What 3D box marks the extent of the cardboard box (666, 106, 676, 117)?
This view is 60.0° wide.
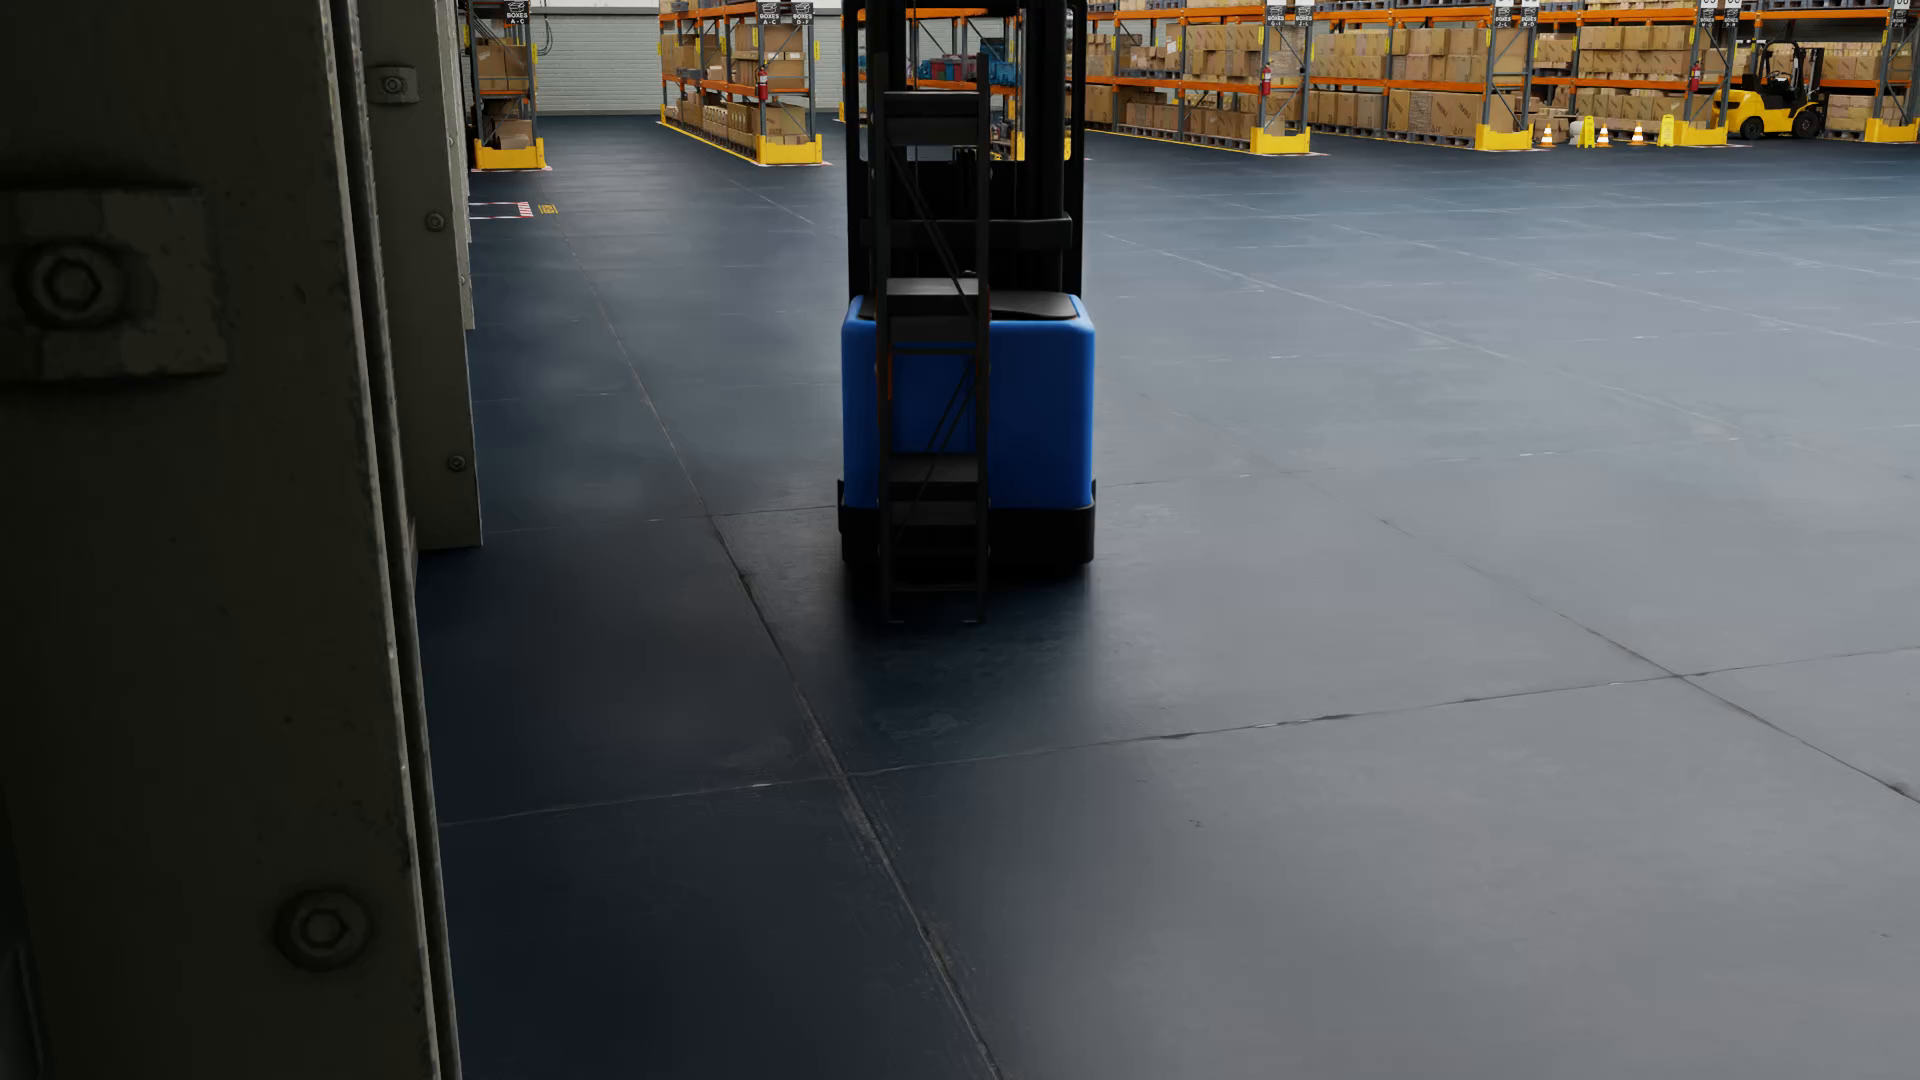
[{"bbox_3d":[-7.513,-11.370,44.106,0.500,0.250,0.500,-5,17,-15],"label":"cardboard box"}]

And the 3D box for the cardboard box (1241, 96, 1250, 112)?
[{"bbox_3d":[7.843,-11.606,44.491,0.500,0.500,0.500,-4,17,-13],"label":"cardboard box"}]

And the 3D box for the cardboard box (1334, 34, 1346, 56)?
[{"bbox_3d":[9.391,-11.841,39.747,0.700,0.500,0.500,-5,17,-16],"label":"cardboard box"}]

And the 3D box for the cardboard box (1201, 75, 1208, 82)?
[{"bbox_3d":[5.325,-9.769,35.197,0.380,0.149,0.250,-5,17,-15],"label":"cardboard box"}]

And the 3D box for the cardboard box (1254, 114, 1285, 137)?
[{"bbox_3d":[6.240,-8.322,33.558,0.500,0.500,0.500,-1,17,-5],"label":"cardboard box"}]

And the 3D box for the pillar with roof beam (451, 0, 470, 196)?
[{"bbox_3d":[-3.128,-9.648,23.930,9.100,9.000,0.400,-5,17,-15],"label":"pillar with roof beam"}]

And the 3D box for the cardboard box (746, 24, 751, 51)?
[{"bbox_3d":[-3.688,-9.599,31.765,0.700,0.500,0.500,-5,17,-15],"label":"cardboard box"}]

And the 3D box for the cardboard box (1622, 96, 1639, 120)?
[{"bbox_3d":[15.175,-9.656,37.131,0.500,0.500,0.500,-5,17,-17],"label":"cardboard box"}]

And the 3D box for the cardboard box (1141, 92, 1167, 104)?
[{"bbox_3d":[4.566,-10.401,39.140,0.500,0.250,0.500,-3,17,-9],"label":"cardboard box"}]

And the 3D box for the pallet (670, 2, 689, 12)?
[{"bbox_3d":[-6.316,-12.842,40.103,1.213,0.211,1.003,-5,17,-15],"label":"pallet"}]

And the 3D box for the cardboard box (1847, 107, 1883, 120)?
[{"bbox_3d":[20.261,-9.555,37.227,0.500,0.250,0.500,-5,17,-16],"label":"cardboard box"}]

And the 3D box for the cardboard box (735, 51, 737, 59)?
[{"bbox_3d":[-4.273,-9.668,33.122,0.380,0.149,0.250,-4,17,-14],"label":"cardboard box"}]

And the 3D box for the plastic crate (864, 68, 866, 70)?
[{"bbox_3d":[-2.230,-12.257,43.417,0.437,0.125,0.590,-5,17,-15],"label":"plastic crate"}]

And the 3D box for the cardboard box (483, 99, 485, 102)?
[{"bbox_3d":[-11.448,-10.762,40.555,0.380,0.149,0.250,-5,17,-16],"label":"cardboard box"}]

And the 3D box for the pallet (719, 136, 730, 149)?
[{"bbox_3d":[-4.470,-8.334,34.829,1.003,0.211,1.213,-5,17,-15],"label":"pallet"}]

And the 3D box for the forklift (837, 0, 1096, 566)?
[{"bbox_3d":[0.021,-1.664,7.898,1.130,2.935,3.031,0,17,0],"label":"forklift"}]

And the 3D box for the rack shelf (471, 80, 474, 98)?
[{"bbox_3d":[-9.541,-9.284,34.397,1.077,0.370,4.000,-5,17,-15],"label":"rack shelf"}]

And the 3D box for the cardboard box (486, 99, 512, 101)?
[{"bbox_3d":[-9.600,-9.055,34.661,0.500,0.250,0.500,-5,17,-16],"label":"cardboard box"}]

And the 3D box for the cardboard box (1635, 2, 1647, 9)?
[{"bbox_3d":[15.092,-11.742,36.550,0.380,0.149,0.250,-5,17,-16],"label":"cardboard box"}]

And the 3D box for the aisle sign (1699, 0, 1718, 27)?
[{"bbox_3d":[15.662,-11.133,34.781,0.394,0.787,0.004,-5,17,-15],"label":"aisle sign"}]

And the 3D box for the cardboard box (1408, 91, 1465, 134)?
[{"bbox_3d":[10.450,-9.370,36.394,0.875,0.875,0.875,-5,17,-15],"label":"cardboard box"}]

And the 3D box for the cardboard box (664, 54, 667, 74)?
[{"bbox_3d":[-7.512,-12.550,43.843,0.500,0.500,0.500,-5,17,-16],"label":"cardboard box"}]

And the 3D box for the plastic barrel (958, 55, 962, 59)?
[{"bbox_3d":[0.162,-10.529,37.053,0.433,0.535,0.433,0,17,0],"label":"plastic barrel"}]

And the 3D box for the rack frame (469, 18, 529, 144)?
[{"bbox_3d":[-8.991,-9.076,32.452,1.000,3.000,0.127,-5,17,-15],"label":"rack frame"}]

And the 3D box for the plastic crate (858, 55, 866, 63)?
[{"bbox_3d":[-2.492,-13.146,45.837,0.616,0.435,0.499,-5,17,-15],"label":"plastic crate"}]

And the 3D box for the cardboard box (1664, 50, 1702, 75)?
[{"bbox_3d":[15.510,-10.246,35.658,0.500,0.500,0.500,-5,17,-16],"label":"cardboard box"}]

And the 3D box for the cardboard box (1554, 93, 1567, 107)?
[{"bbox_3d":[17.314,-12.493,47.443,0.500,0.500,0.500,-4,17,-13],"label":"cardboard box"}]

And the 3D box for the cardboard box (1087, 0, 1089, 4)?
[{"bbox_3d":[3.363,-13.557,41.863,0.380,0.149,0.250,-5,18,-18],"label":"cardboard box"}]

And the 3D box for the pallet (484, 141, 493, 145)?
[{"bbox_3d":[-9.207,-7.956,33.570,1.003,0.211,1.213,-5,17,-15],"label":"pallet"}]

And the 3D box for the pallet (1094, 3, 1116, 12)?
[{"bbox_3d":[3.969,-12.877,40.221,1.213,0.211,1.003,-4,17,-13],"label":"pallet"}]

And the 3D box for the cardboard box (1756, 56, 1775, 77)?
[{"bbox_3d":[19.467,-11.332,39.790,0.500,0.500,0.500,-5,17,-17],"label":"cardboard box"}]

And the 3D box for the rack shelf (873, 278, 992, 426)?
[{"bbox_3d":[-0.101,-0.741,6.315,0.431,0.518,0.480,0,17,0],"label":"rack shelf"}]

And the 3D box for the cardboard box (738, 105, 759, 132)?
[{"bbox_3d":[-3.989,-8.144,32.096,0.500,0.500,0.500,-5,17,-15],"label":"cardboard box"}]

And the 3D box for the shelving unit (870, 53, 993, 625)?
[{"bbox_3d":[-0.101,-0.754,6.312,0.431,2.100,0.503,0,17,0],"label":"shelving unit"}]

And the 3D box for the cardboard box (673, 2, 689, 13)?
[{"bbox_3d":[-6.818,-13.160,41.094,0.500,0.250,0.500,-5,17,-15],"label":"cardboard box"}]

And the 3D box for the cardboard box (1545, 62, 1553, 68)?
[{"bbox_3d":[14.257,-11.378,39.824,0.380,0.149,0.250,-5,17,-16],"label":"cardboard box"}]

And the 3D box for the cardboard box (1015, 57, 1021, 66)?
[{"bbox_3d":[1.871,-13.486,46.879,0.500,0.250,0.500,-5,17,-17],"label":"cardboard box"}]

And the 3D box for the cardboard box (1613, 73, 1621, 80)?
[{"bbox_3d":[14.945,-10.447,37.453,0.380,0.149,0.250,-5,17,-15],"label":"cardboard box"}]

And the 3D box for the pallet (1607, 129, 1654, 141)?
[{"bbox_3d":[15.382,-9.178,37.638,1.003,0.211,1.213,-5,17,-15],"label":"pallet"}]

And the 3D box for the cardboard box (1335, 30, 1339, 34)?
[{"bbox_3d":[11.358,-15.071,49.370,0.380,0.149,0.250,-4,17,-14],"label":"cardboard box"}]

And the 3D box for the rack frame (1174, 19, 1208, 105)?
[{"bbox_3d":[6.795,-13.934,48.626,1.000,3.000,0.127,-5,17,-15],"label":"rack frame"}]

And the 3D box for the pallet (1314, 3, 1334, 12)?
[{"bbox_3d":[9.222,-12.893,40.276,1.213,0.211,1.003,-4,17,-13],"label":"pallet"}]

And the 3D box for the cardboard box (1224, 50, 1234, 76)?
[{"bbox_3d":[5.922,-9.759,34.037,0.875,0.500,0.500,-5,17,-15],"label":"cardboard box"}]

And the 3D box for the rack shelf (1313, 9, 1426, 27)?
[{"bbox_3d":[9.543,-12.260,39.089,1.077,0.370,4.000,-5,17,-15],"label":"rack shelf"}]

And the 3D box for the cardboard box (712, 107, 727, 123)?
[{"bbox_3d":[-5.035,-9.132,35.713,0.500,0.311,0.500,-5,17,-16],"label":"cardboard box"}]

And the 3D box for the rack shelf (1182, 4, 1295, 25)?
[{"bbox_3d":[5.846,-10.789,34.193,1.077,0.370,4.000,-5,17,-15],"label":"rack shelf"}]

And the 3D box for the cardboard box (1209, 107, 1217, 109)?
[{"bbox_3d":[7.175,-12.031,46.517,0.380,0.149,0.250,-5,17,-15],"label":"cardboard box"}]

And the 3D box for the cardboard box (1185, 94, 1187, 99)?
[{"bbox_3d":[6.613,-12.883,48.318,0.380,0.149,0.250,-6,18,-18],"label":"cardboard box"}]

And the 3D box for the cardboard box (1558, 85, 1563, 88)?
[{"bbox_3d":[17.299,-12.982,47.427,0.380,0.149,0.250,-5,17,-16],"label":"cardboard box"}]

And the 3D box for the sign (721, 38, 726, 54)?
[{"bbox_3d":[-4.749,-9.939,33.452,0.100,0.325,0.005,-5,17,-15],"label":"sign"}]

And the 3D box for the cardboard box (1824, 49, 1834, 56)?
[{"bbox_3d":[19.955,-11.106,37.911,0.380,0.149,0.250,-5,17,-15],"label":"cardboard box"}]

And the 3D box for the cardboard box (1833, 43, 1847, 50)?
[{"bbox_3d":[20.024,-11.179,37.634,0.380,0.149,0.250,-4,17,-14],"label":"cardboard box"}]

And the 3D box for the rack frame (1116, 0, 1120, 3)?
[{"bbox_3d":[4.197,-14.230,39.183,1.000,3.000,0.127,-5,17,-15],"label":"rack frame"}]

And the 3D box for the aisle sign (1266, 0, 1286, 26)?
[{"bbox_3d":[6.124,-10.348,32.170,0.394,0.787,0.004,-5,17,-15],"label":"aisle sign"}]
